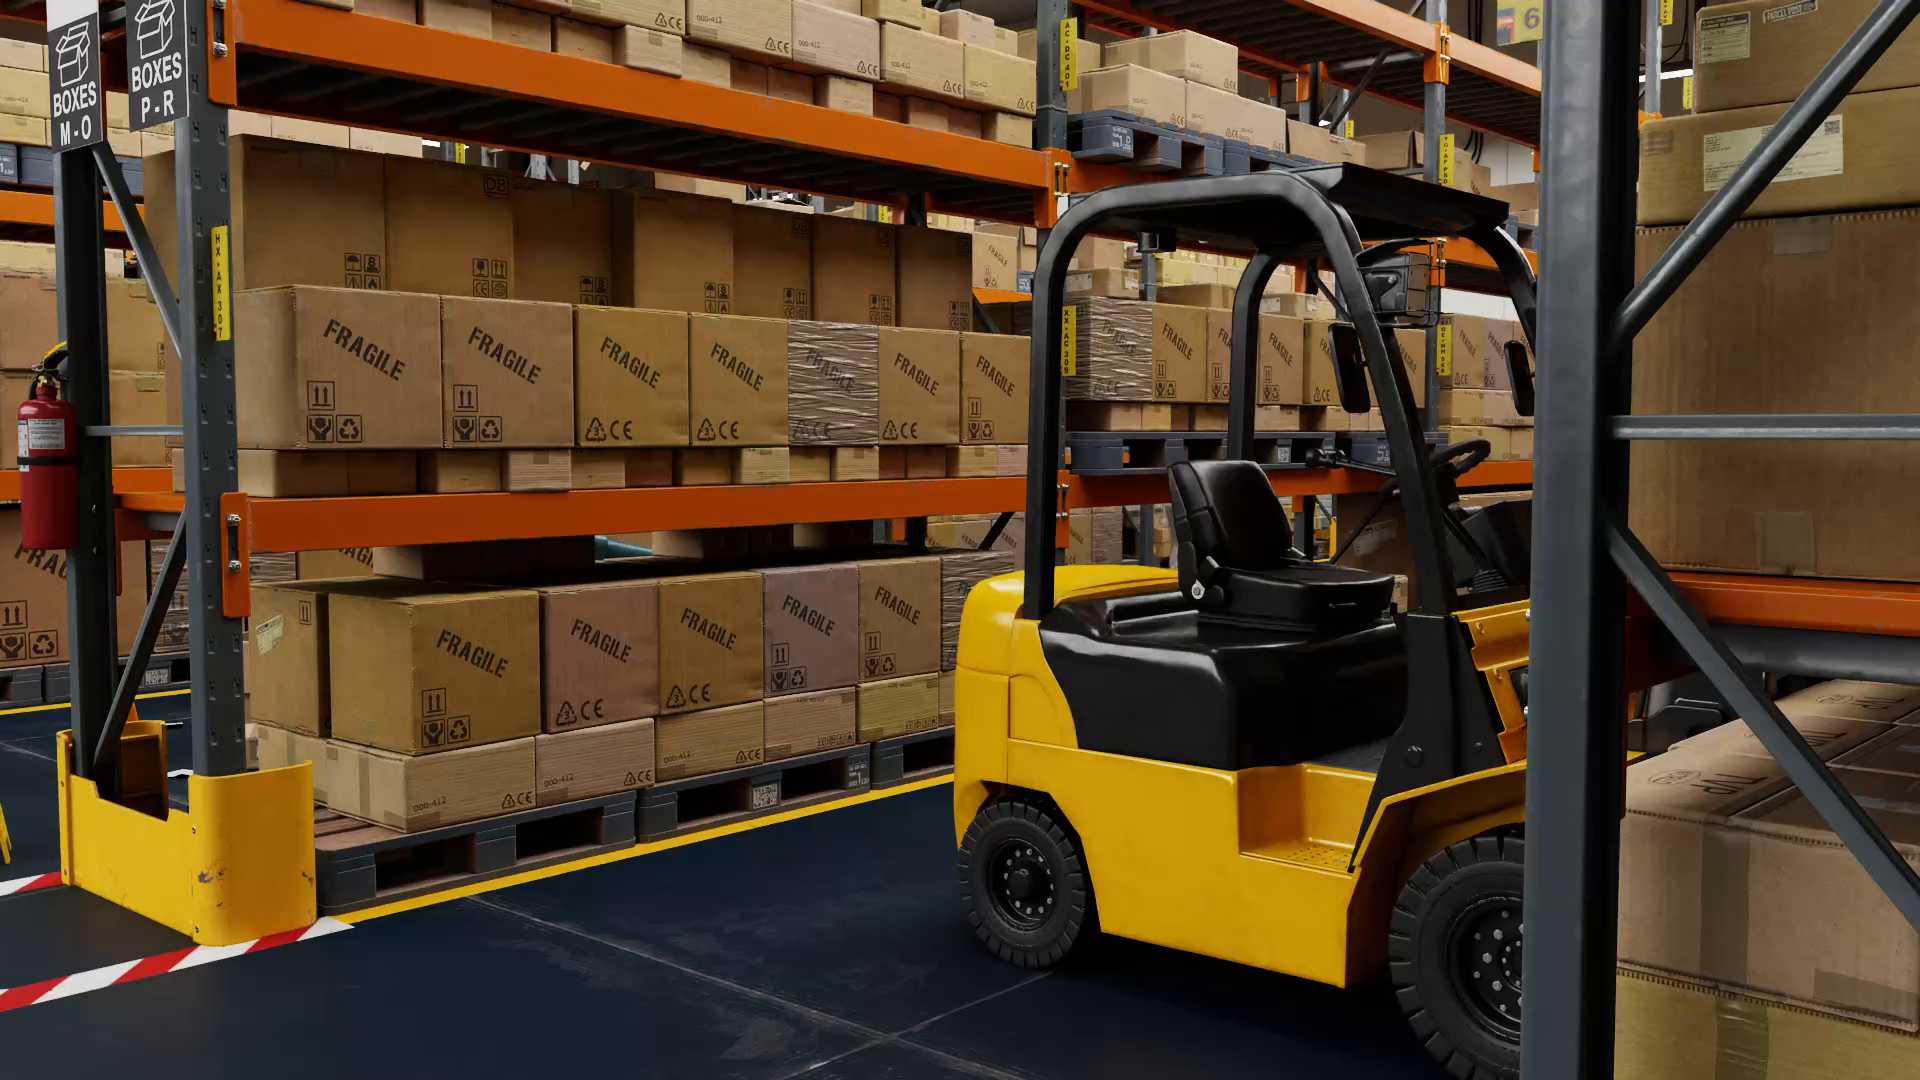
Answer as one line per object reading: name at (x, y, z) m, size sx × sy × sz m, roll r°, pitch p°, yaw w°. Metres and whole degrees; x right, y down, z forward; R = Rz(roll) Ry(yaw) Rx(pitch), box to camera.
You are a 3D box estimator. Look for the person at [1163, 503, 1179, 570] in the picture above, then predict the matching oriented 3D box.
person at (2.027, -0.328, 15.026) m, size 0.497 × 1.683 × 0.454 m, roll 3°, pitch 5°, yaw 42°
